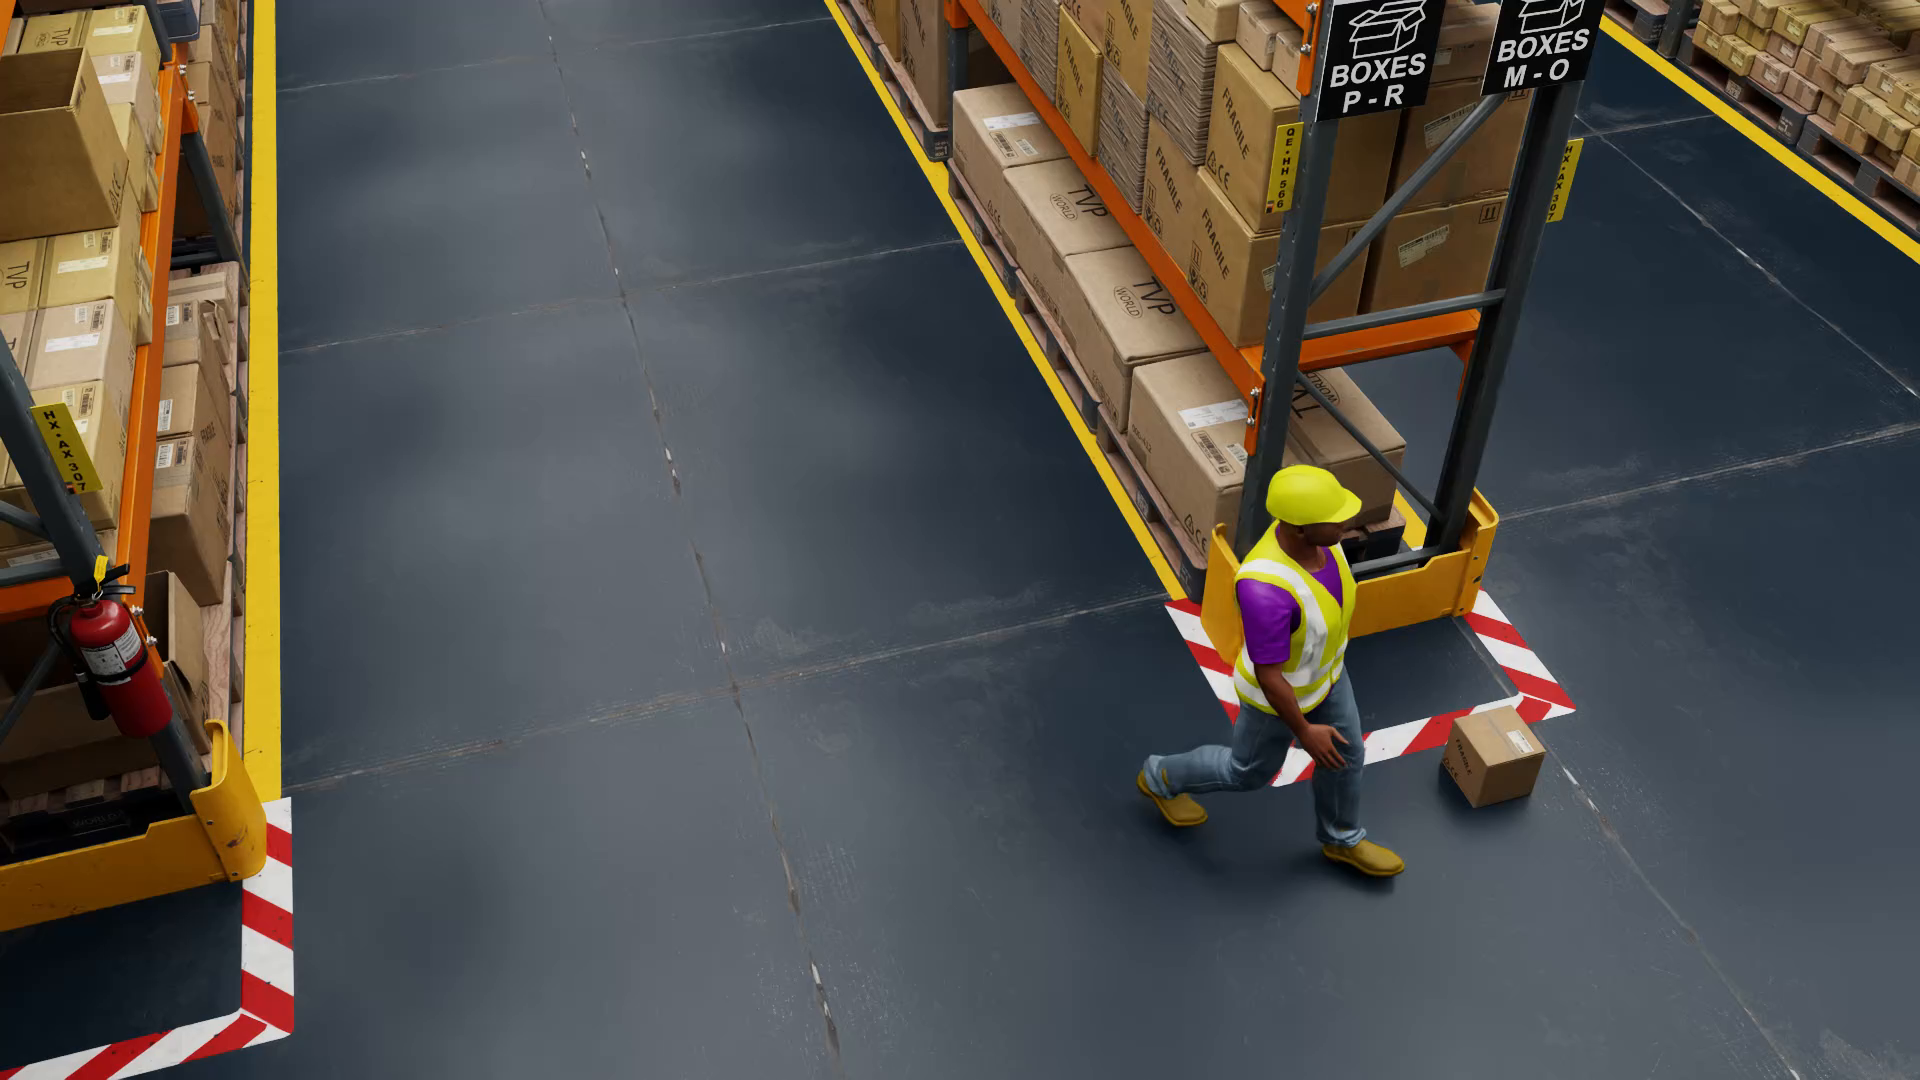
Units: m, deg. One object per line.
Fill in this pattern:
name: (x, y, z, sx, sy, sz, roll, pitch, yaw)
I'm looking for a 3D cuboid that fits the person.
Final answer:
person: (1.156, 0.473, 5.626, 0.965, 1.727, 0.579, 24, 47, 25)
